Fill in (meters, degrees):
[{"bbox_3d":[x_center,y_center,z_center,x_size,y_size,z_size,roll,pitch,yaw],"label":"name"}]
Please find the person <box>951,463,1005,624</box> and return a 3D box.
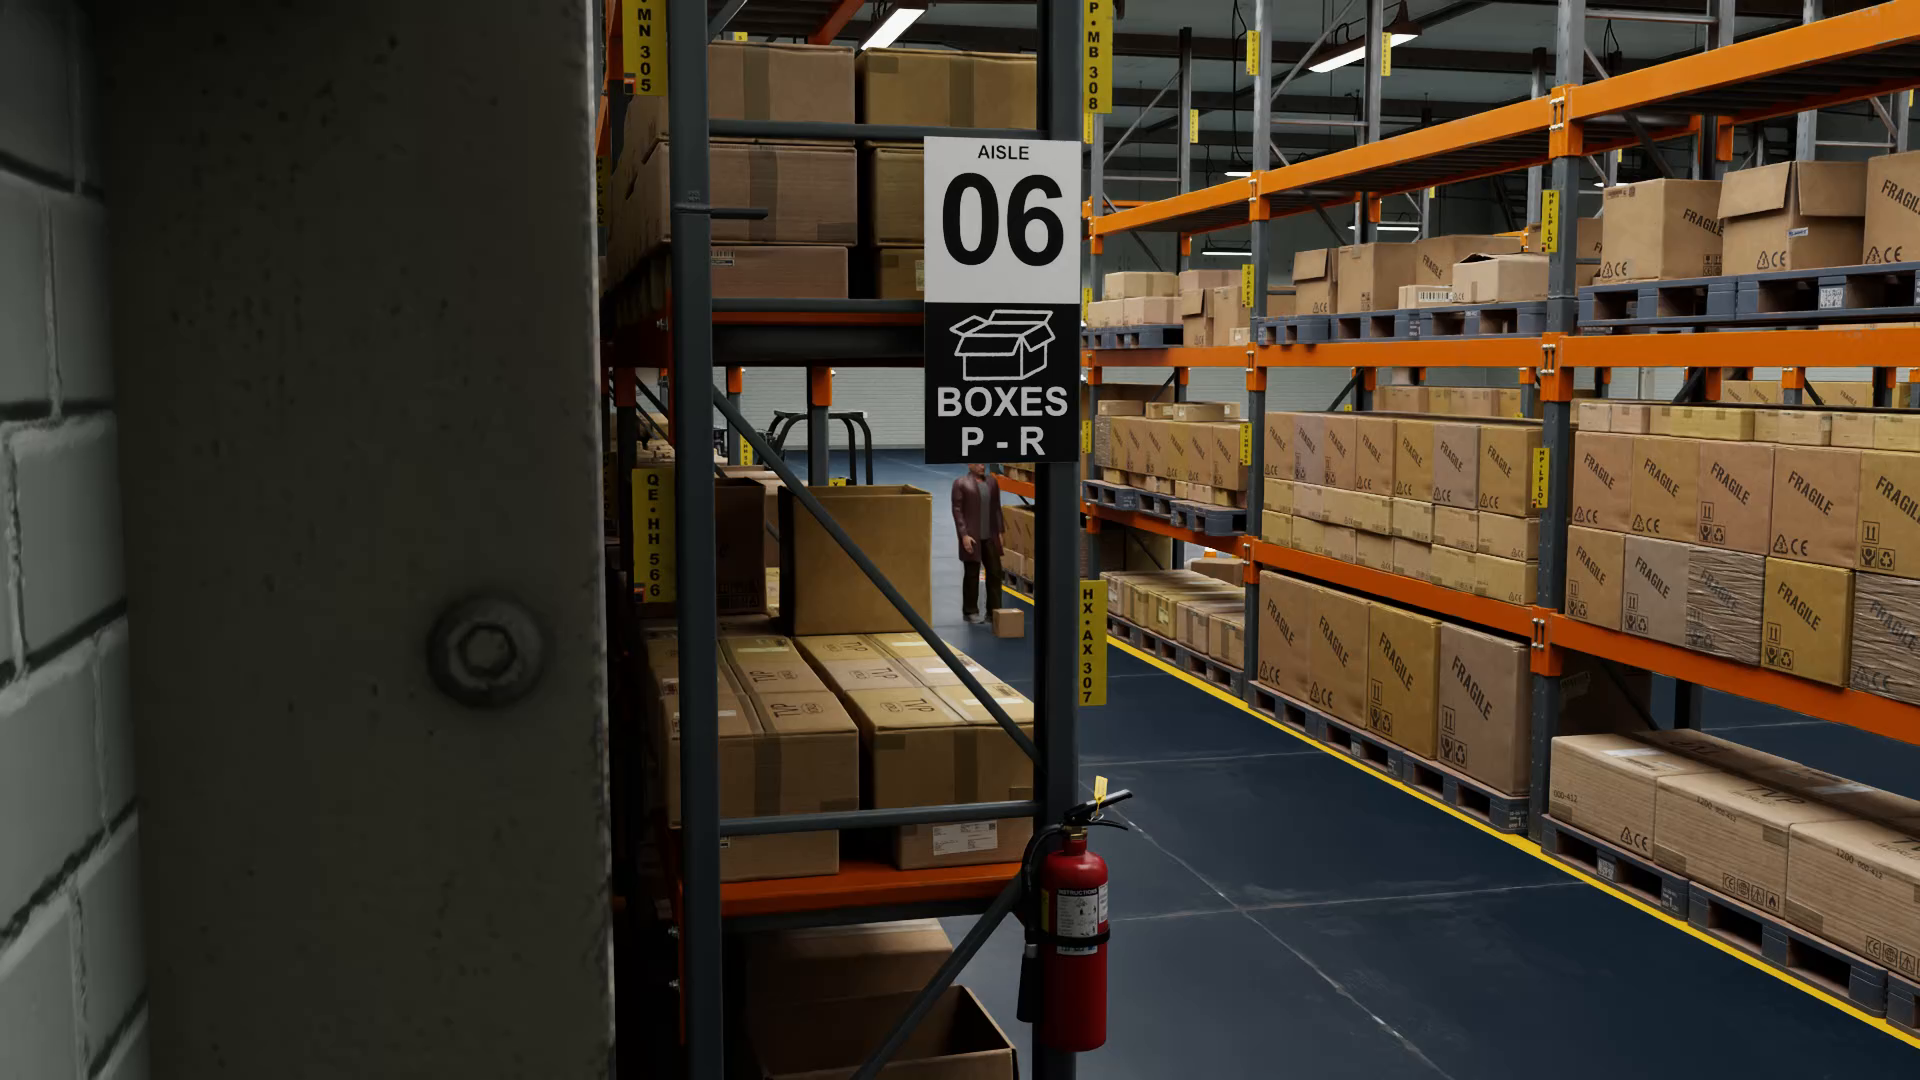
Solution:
[{"bbox_3d":[0.225,-0.004,16.905,0.614,1.814,0.545,-3,7,-29],"label":"person"}]
